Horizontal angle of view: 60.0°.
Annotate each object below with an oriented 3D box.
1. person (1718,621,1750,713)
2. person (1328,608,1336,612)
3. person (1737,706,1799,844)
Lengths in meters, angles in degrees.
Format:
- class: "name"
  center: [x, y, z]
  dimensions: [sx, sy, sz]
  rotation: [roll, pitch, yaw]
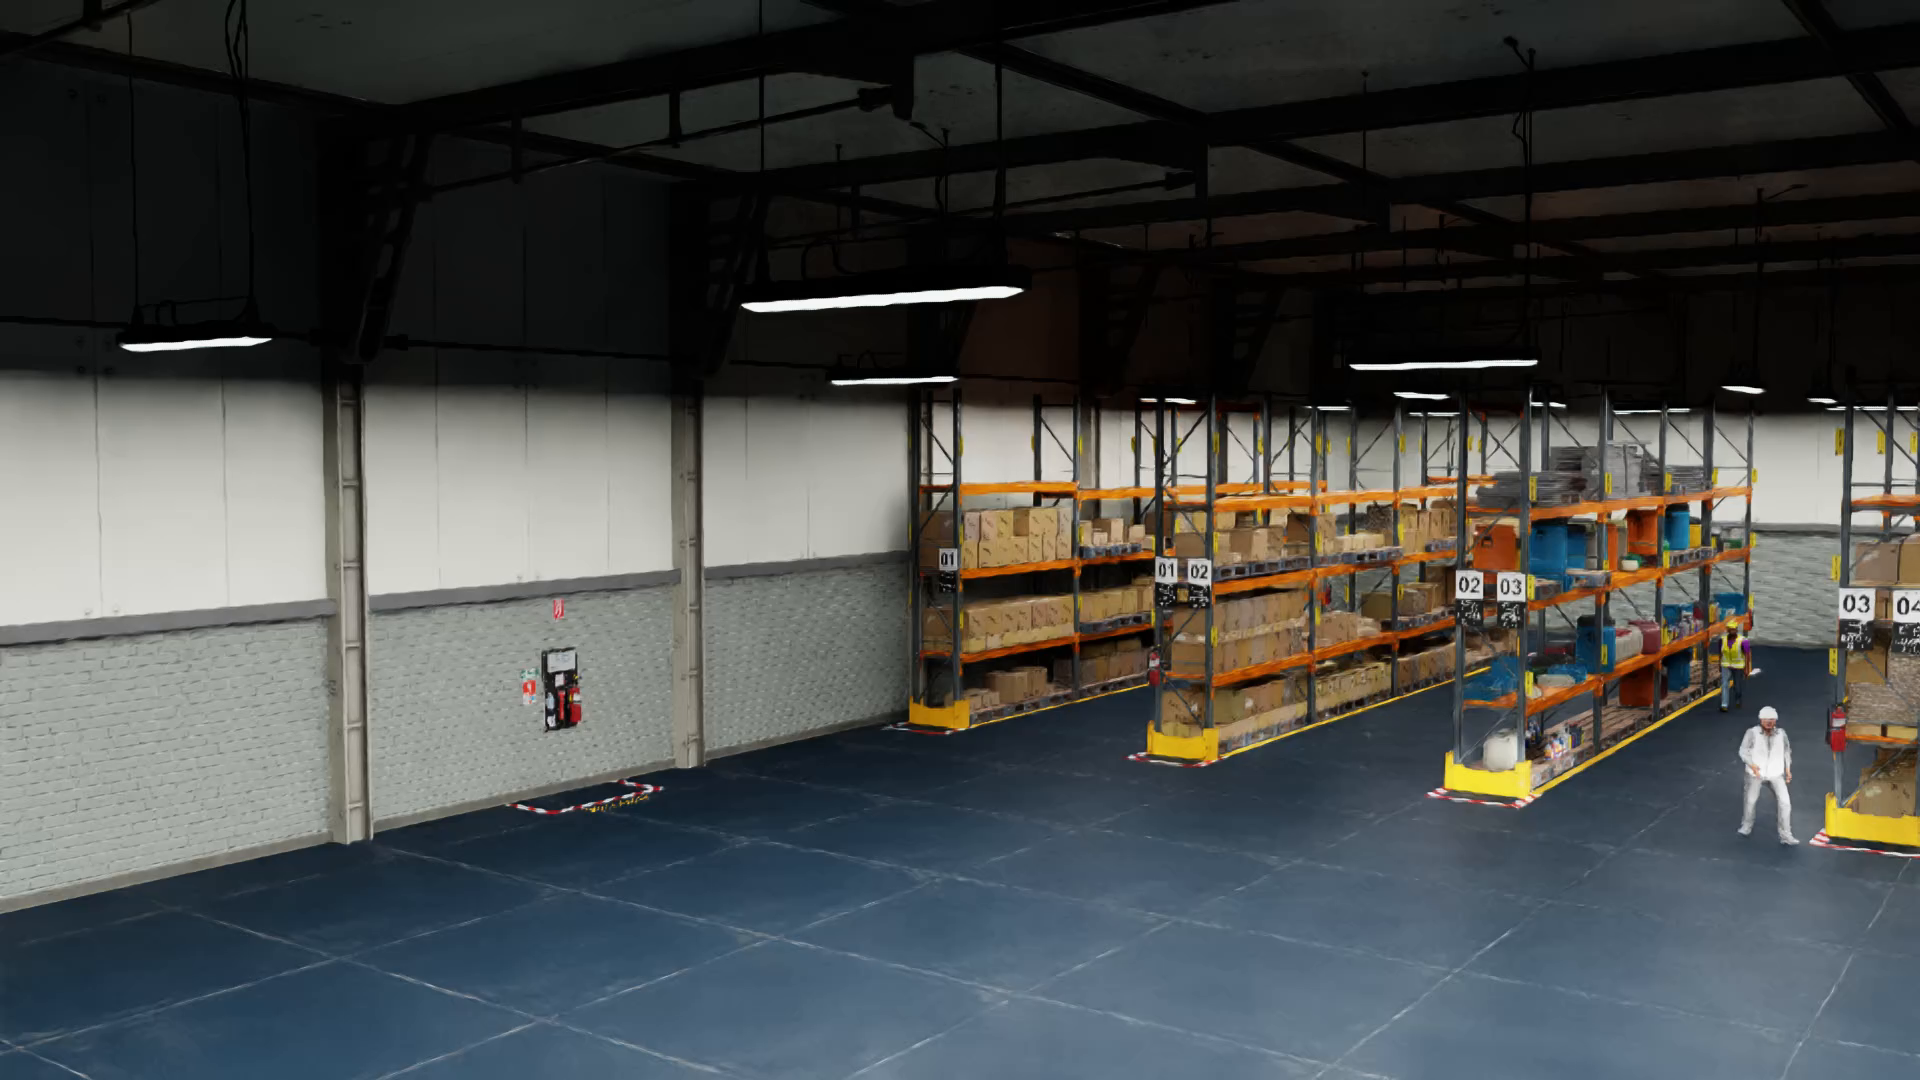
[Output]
- class: "person"
  center: [14.530, 2.366, 31.233]
  dimensions: [0.589, 1.716, 1.021]
  rotation: [2, 4, 35]
- class: "person"
  center: [4.871, 2.291, 34.177]
  dimensions: [4.177, 1.541, 6.379]
  rotation: [2, 4, 33]
- class: "person"
  center: [10.218, 2.935, 21.075]
  dimensions: [0.687, 1.709, 0.817]
  rotation: [1, 3, 17]
